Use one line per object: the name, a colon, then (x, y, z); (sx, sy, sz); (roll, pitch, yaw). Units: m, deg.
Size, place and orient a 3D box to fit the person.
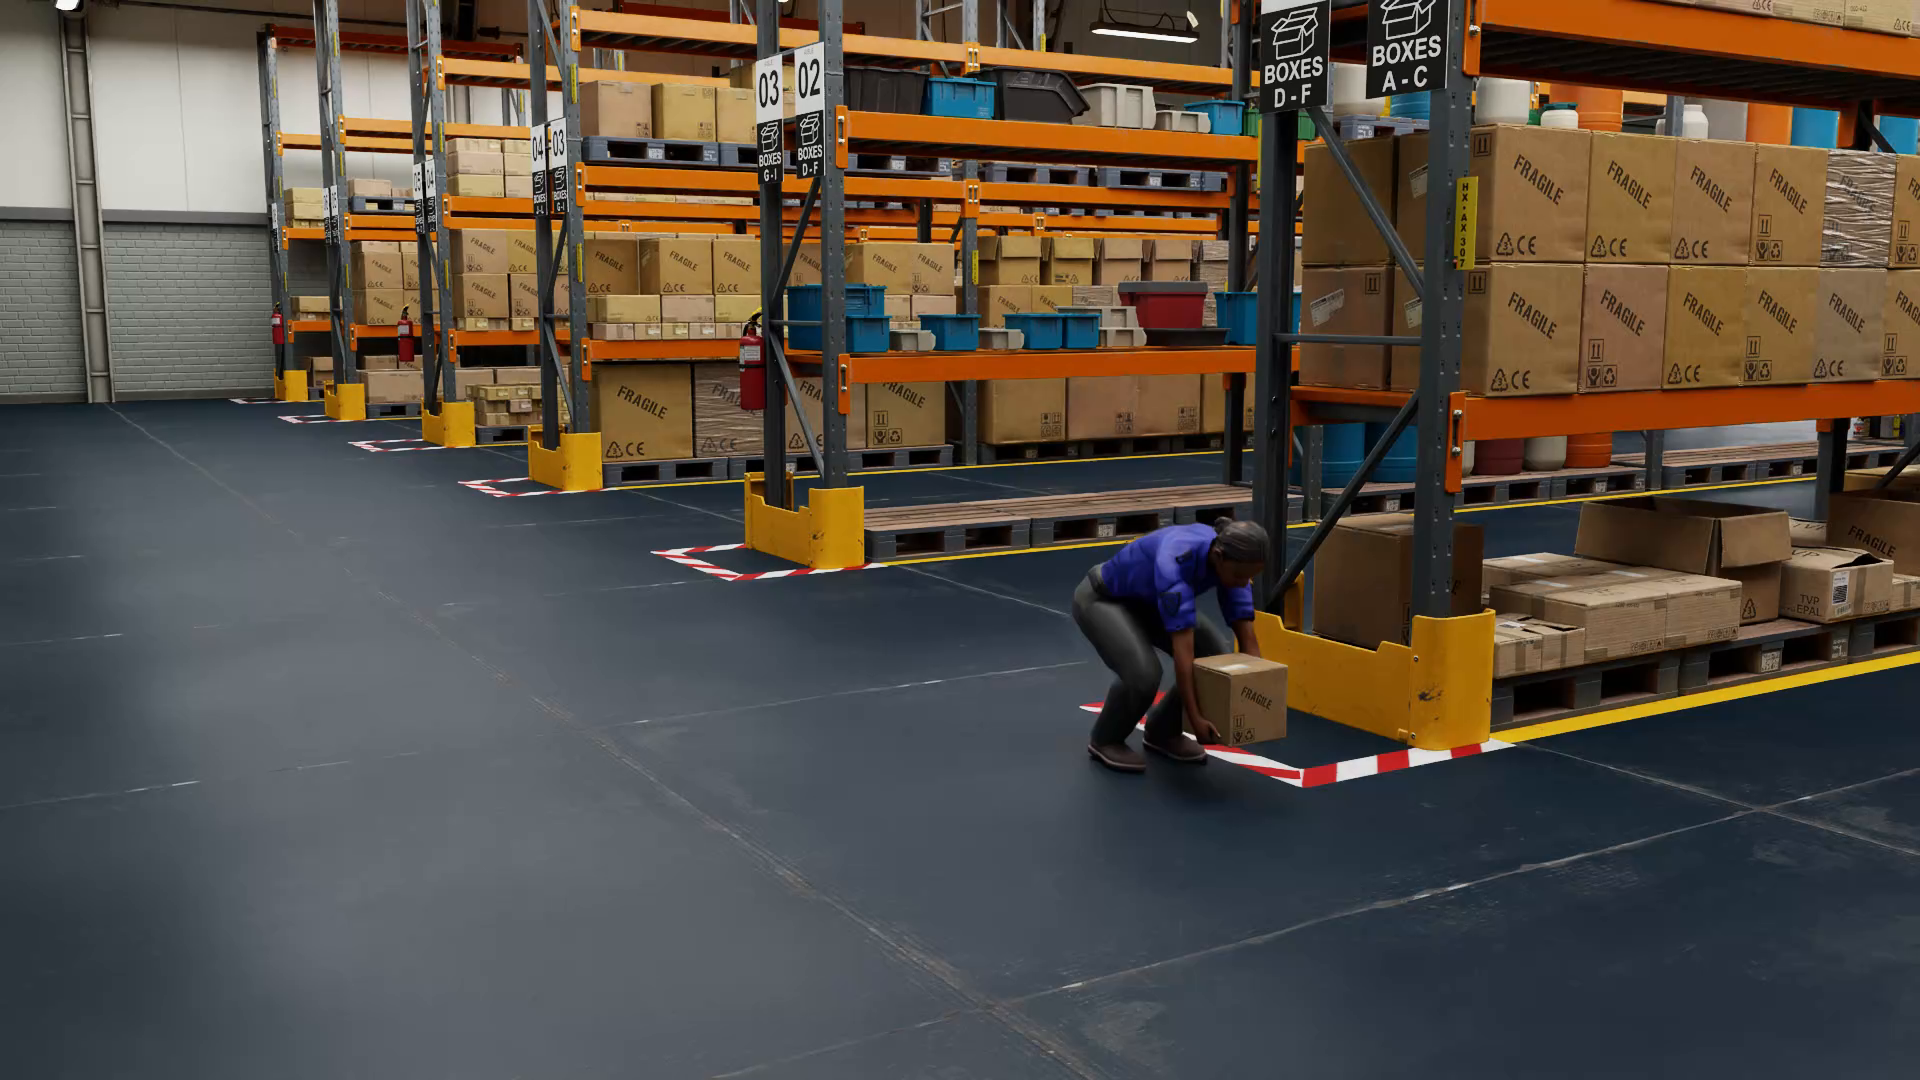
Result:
person: (0.764, 0.359, 5.897); (0.469, 0.940, 0.856); (-5, 10, -33)
